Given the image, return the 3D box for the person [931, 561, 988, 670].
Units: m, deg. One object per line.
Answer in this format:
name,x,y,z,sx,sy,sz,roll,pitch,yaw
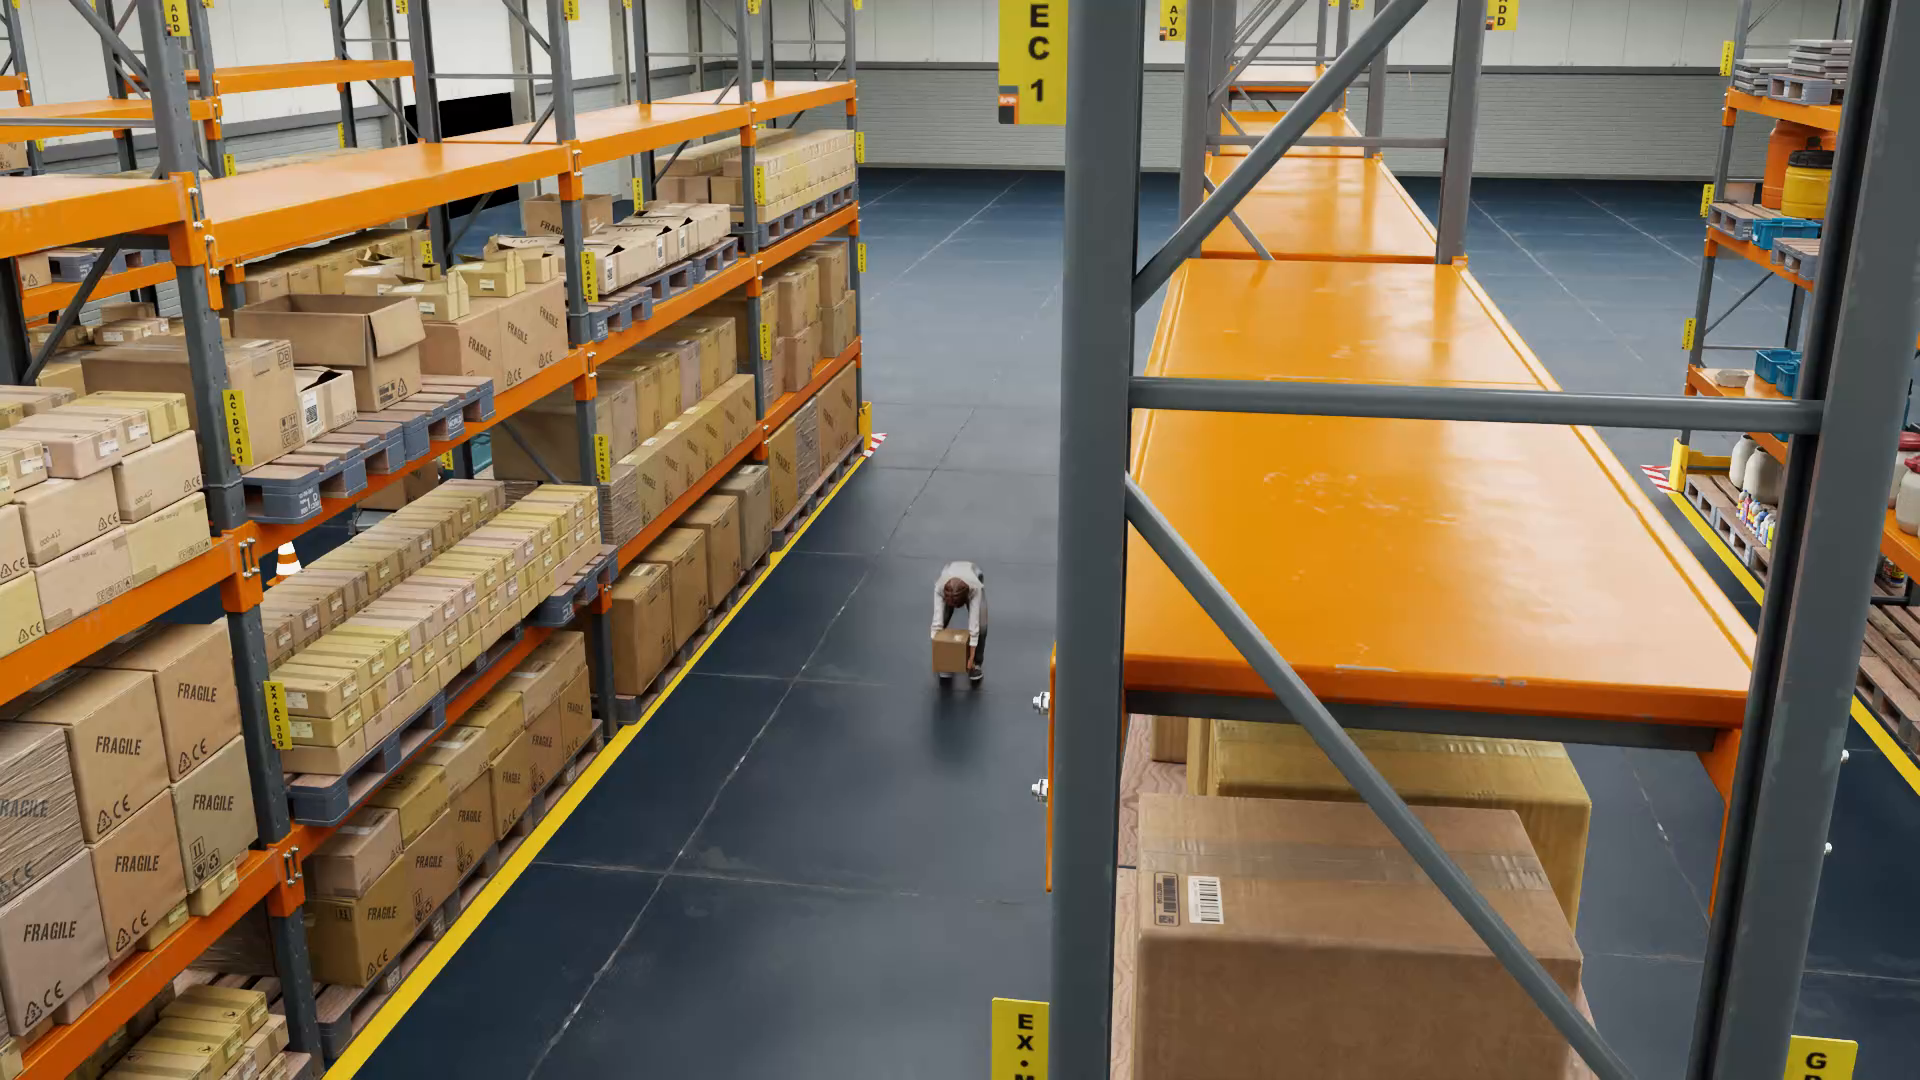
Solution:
person,-0.007,0.603,12.566,0.424,0.876,0.862,2,18,6
